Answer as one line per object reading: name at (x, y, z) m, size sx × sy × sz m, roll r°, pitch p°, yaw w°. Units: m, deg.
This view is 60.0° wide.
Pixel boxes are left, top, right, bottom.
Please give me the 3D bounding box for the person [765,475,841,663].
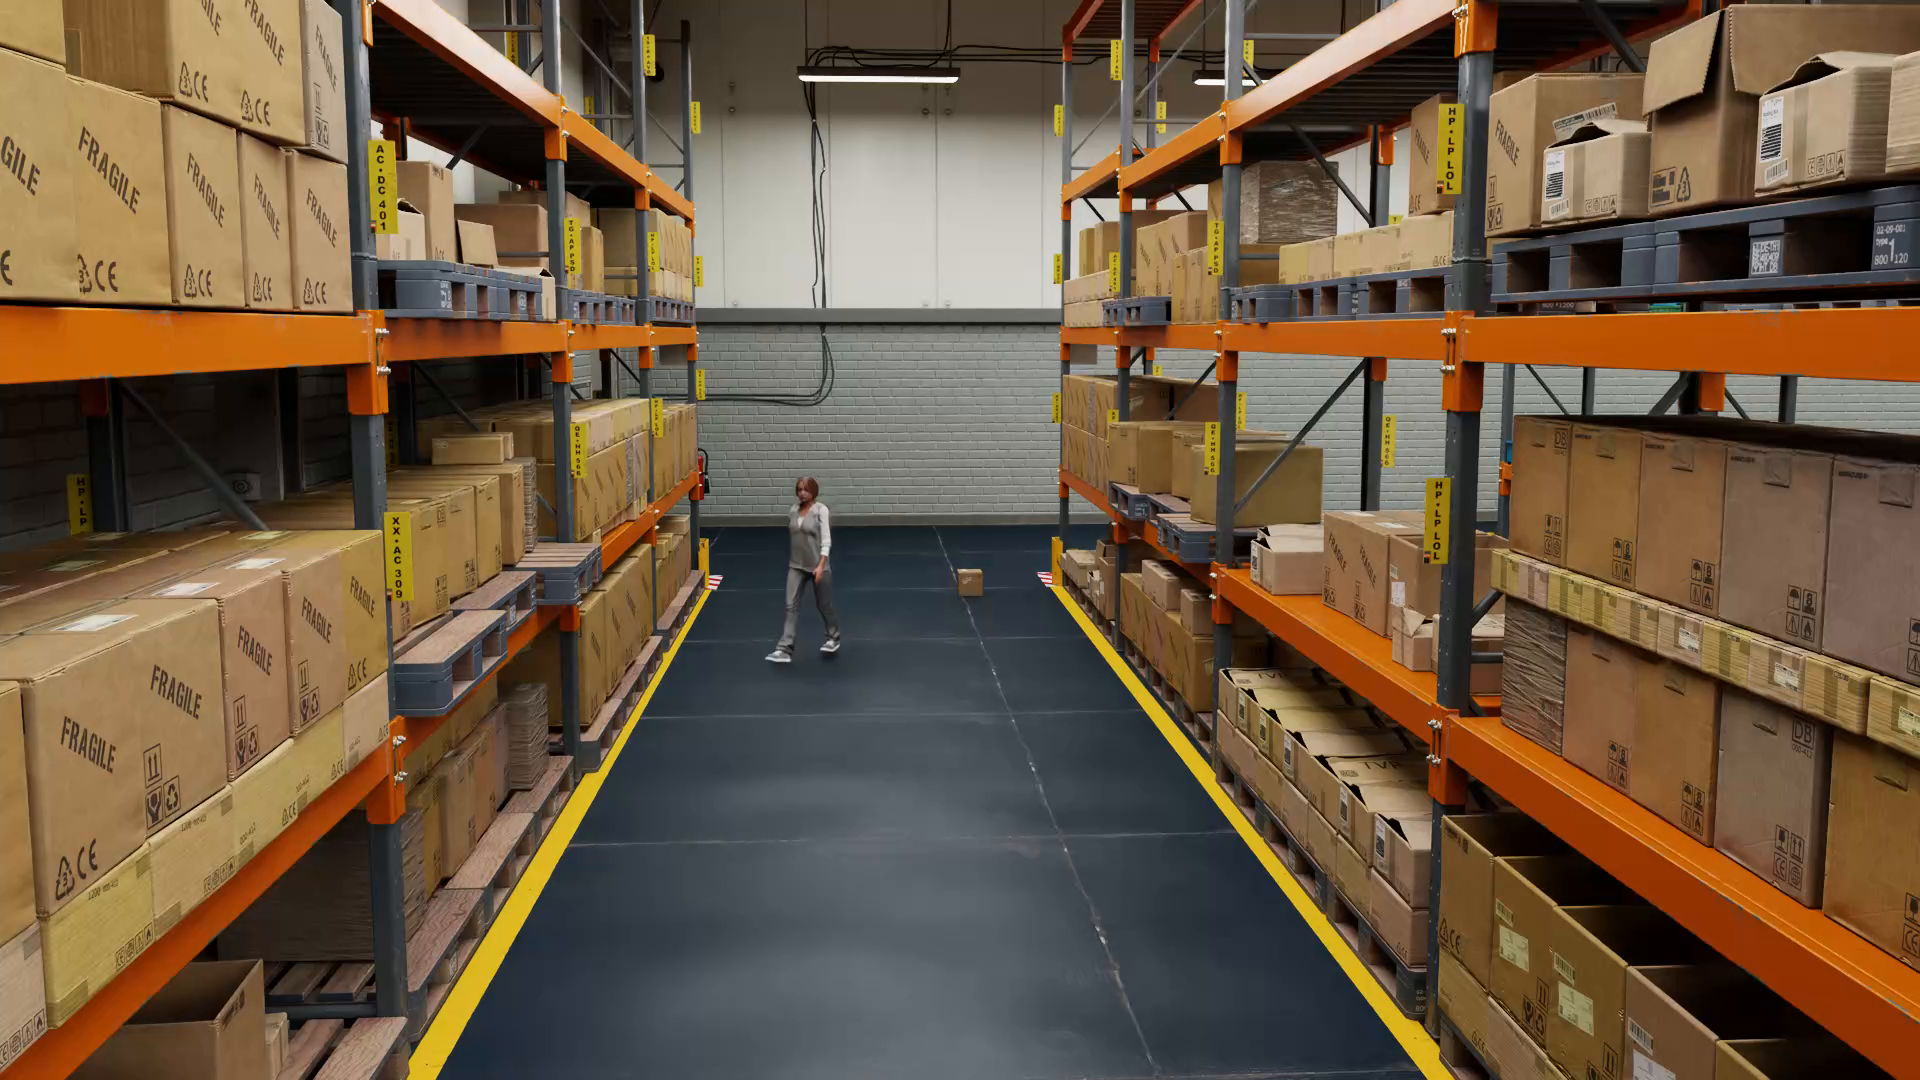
person at (-1.278, 0.229, 13.871) m, size 0.453 × 1.539 × 0.938 m, roll 3°, pitch 8°, yaw 21°
